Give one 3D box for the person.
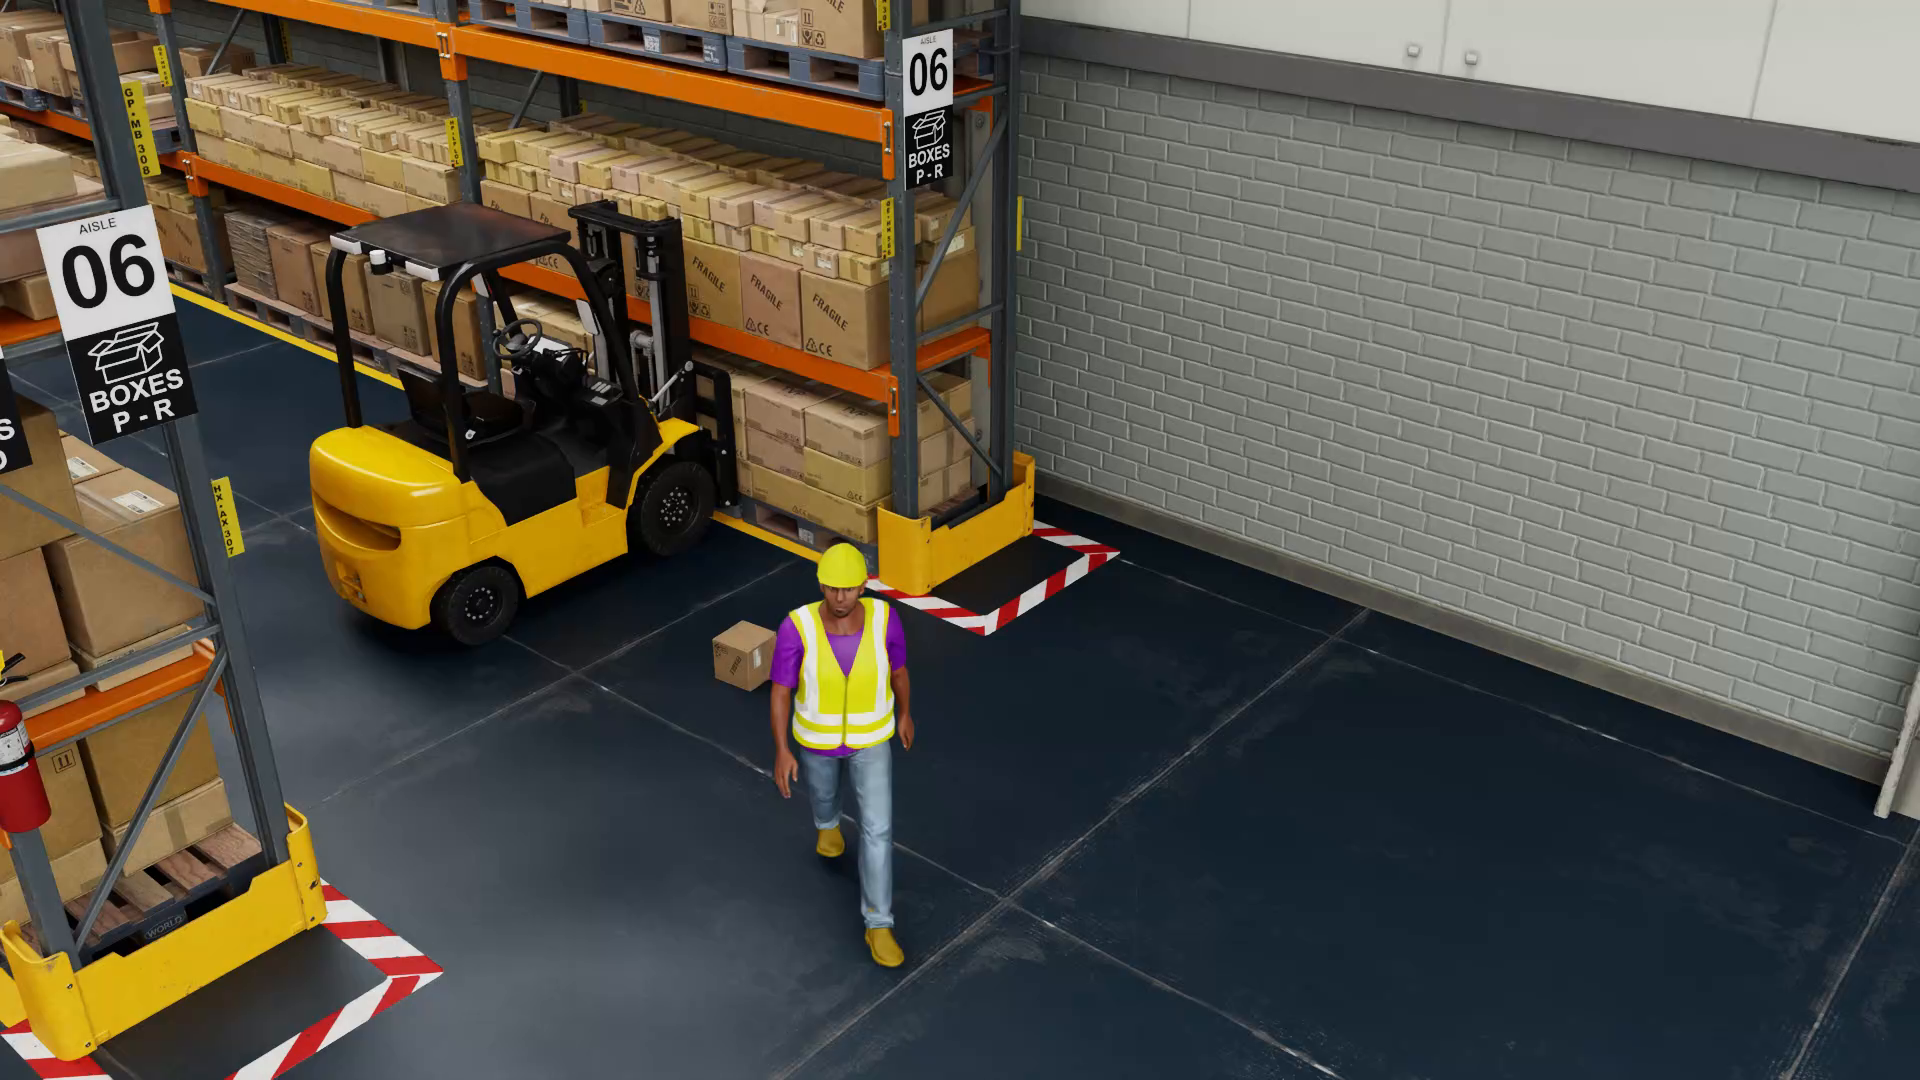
[{"bbox_3d":[-0.485,0.833,6.967,0.437,1.710,1.066,-2,27,-4],"label":"person"}]
